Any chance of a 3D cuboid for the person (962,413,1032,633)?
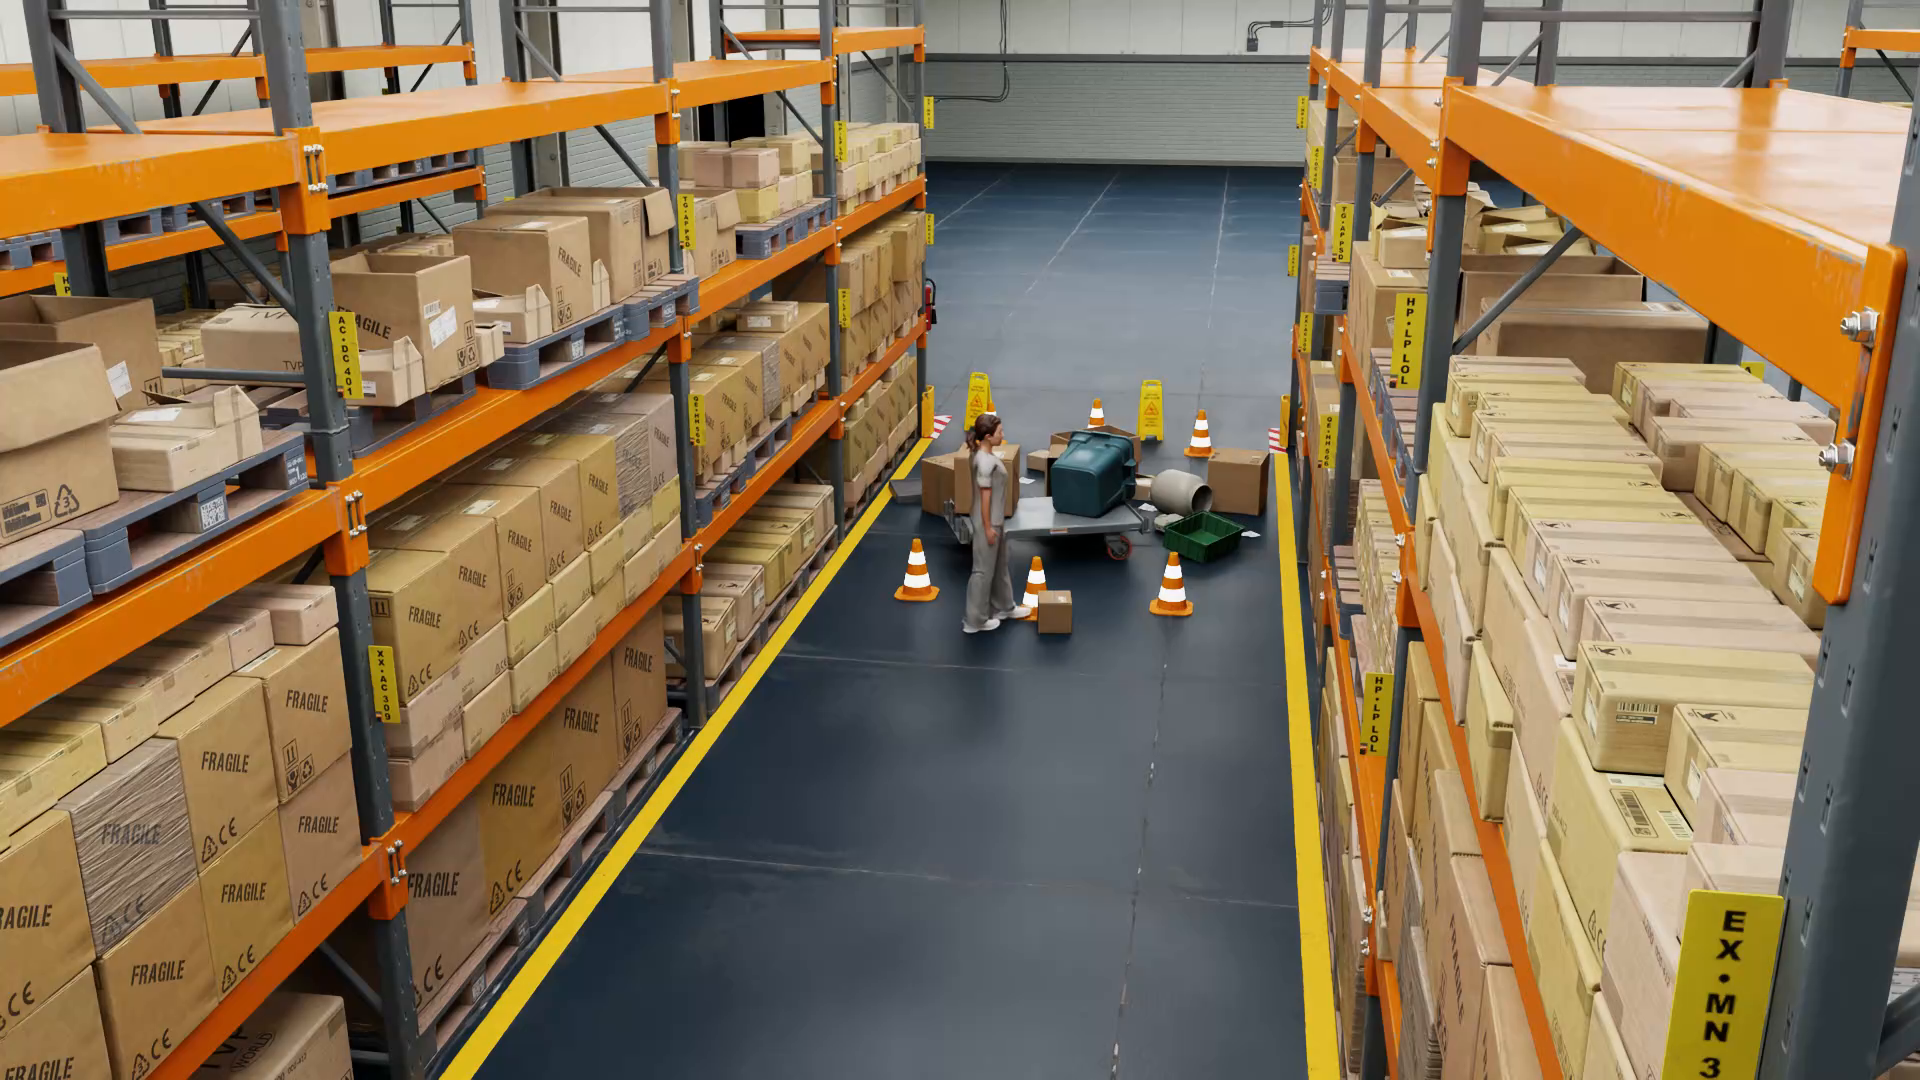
[{"bbox_3d":[0.285,-0.140,12.474,0.573,1.671,0.457,-2,18,-7],"label":"person"}]
